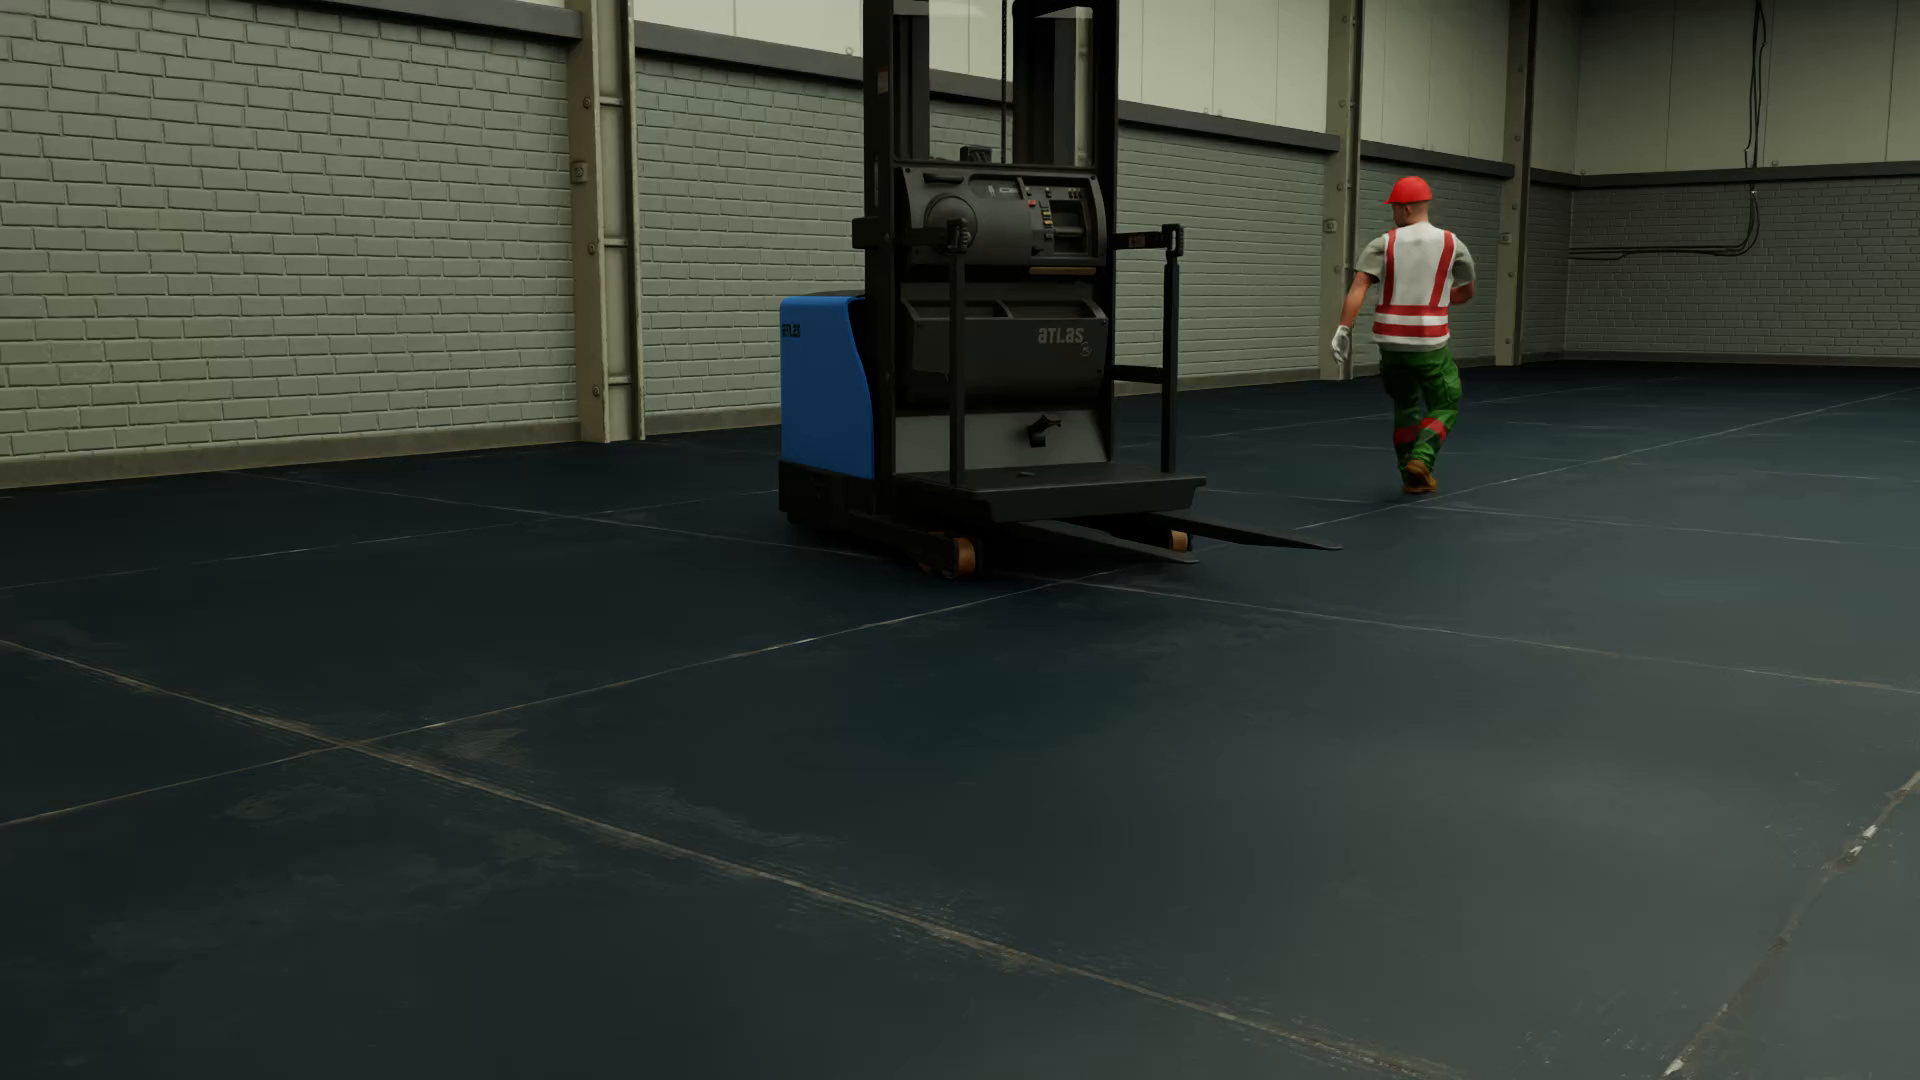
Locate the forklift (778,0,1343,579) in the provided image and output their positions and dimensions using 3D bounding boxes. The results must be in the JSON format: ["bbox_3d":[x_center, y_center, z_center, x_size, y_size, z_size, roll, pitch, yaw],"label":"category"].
[{"bbox_3d":[0.294,-1.373,6.664,1.130,2.935,3.031,-5,9,-28],"label":"forklift"}]

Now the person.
[{"bbox_3d":[2.400,-1.077,8.917,0.628,1.706,0.782,5,10,30],"label":"person"}]
